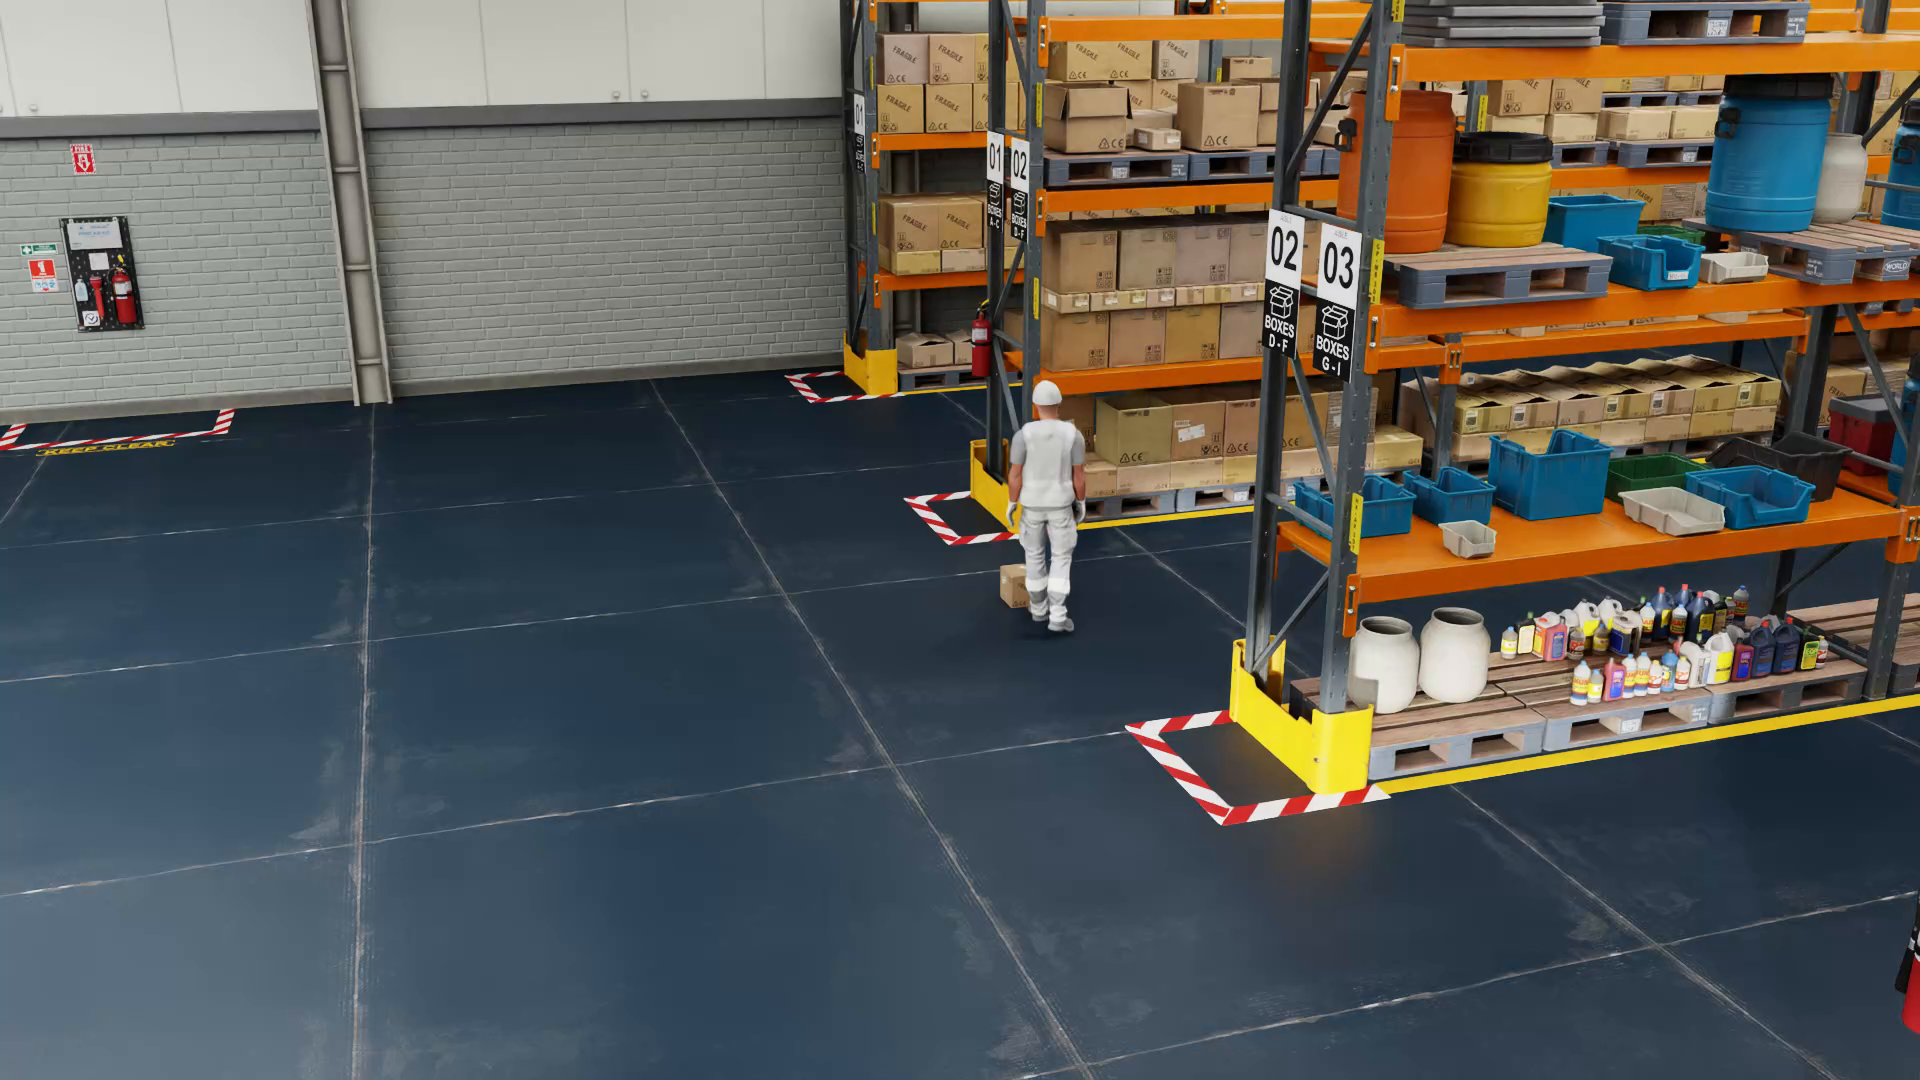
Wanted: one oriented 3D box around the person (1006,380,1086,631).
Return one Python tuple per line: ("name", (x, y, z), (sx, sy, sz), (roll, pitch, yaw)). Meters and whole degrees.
("person", (0.608, -0.237, 11.686), (0.563, 1.796, 0.644), (-1, 19, -2))
